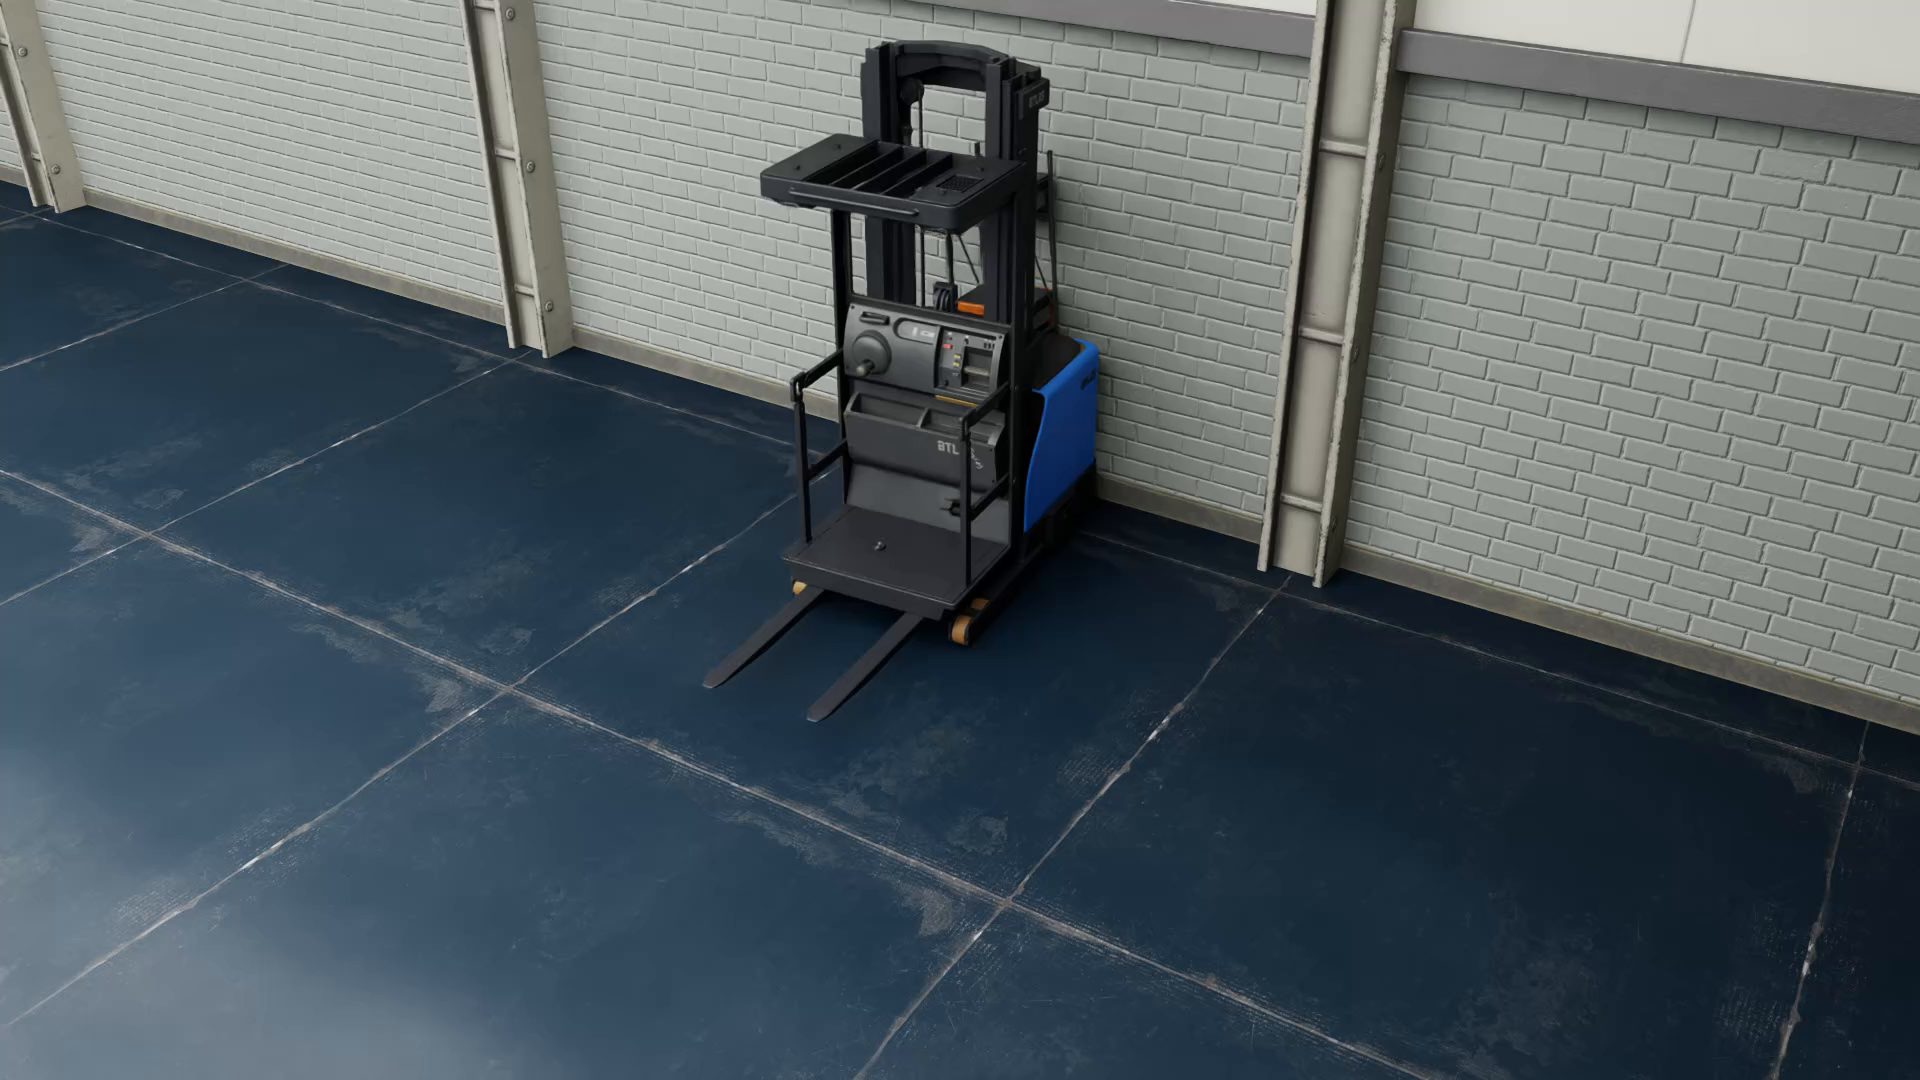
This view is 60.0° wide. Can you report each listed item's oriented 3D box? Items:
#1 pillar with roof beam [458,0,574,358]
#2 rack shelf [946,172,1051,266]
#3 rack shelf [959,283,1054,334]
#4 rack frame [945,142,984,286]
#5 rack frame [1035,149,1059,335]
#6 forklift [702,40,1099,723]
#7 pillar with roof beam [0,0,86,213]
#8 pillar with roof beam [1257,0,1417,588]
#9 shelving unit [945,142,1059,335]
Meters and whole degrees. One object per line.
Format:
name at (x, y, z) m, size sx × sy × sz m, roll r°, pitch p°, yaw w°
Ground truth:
pillar with roof beam at (-5.402, -3.501, 6.994) m, size 0.400 × 9.000 × 9.100 m, roll 18°, pitch 35°, yaw 27°
rack shelf at (0.228, -1.866, 9.607) m, size 0.480 × 0.518 × 0.431 m, roll 14°, pitch 33°, yaw 30°
rack shelf at (0.274, -1.252, 9.939) m, size 0.480 × 0.518 × 0.431 m, roll 14°, pitch 33°, yaw 30°
rack frame at (0.068, -1.315, 10.055) m, size 0.015 × 2.100 × 0.400 m, roll 14°, pitch 33°, yaw 30°
rack frame at (0.478, -1.213, 9.810) m, size 0.015 × 2.100 × 0.400 m, roll 14°, pitch 33°, yaw 30°
forklift at (-0.291, -0.954, 8.649) m, size 1.130 × 2.935 × 3.031 m, roll 15°, pitch 33°, yaw 23°
pillar with roof beam at (-10.484, -5.108, 9.749) m, size 0.400 × 9.000 × 9.100 m, roll 18°, pitch 35°, yaw 27°
pillar with roof beam at (-0.320, -1.894, 4.238) m, size 0.400 × 9.000 × 9.100 m, roll 18°, pitch 35°, yaw 27°
shelving unit at (0.273, -1.264, 9.933) m, size 0.503 × 2.100 × 0.431 m, roll 14°, pitch 33°, yaw 30°
